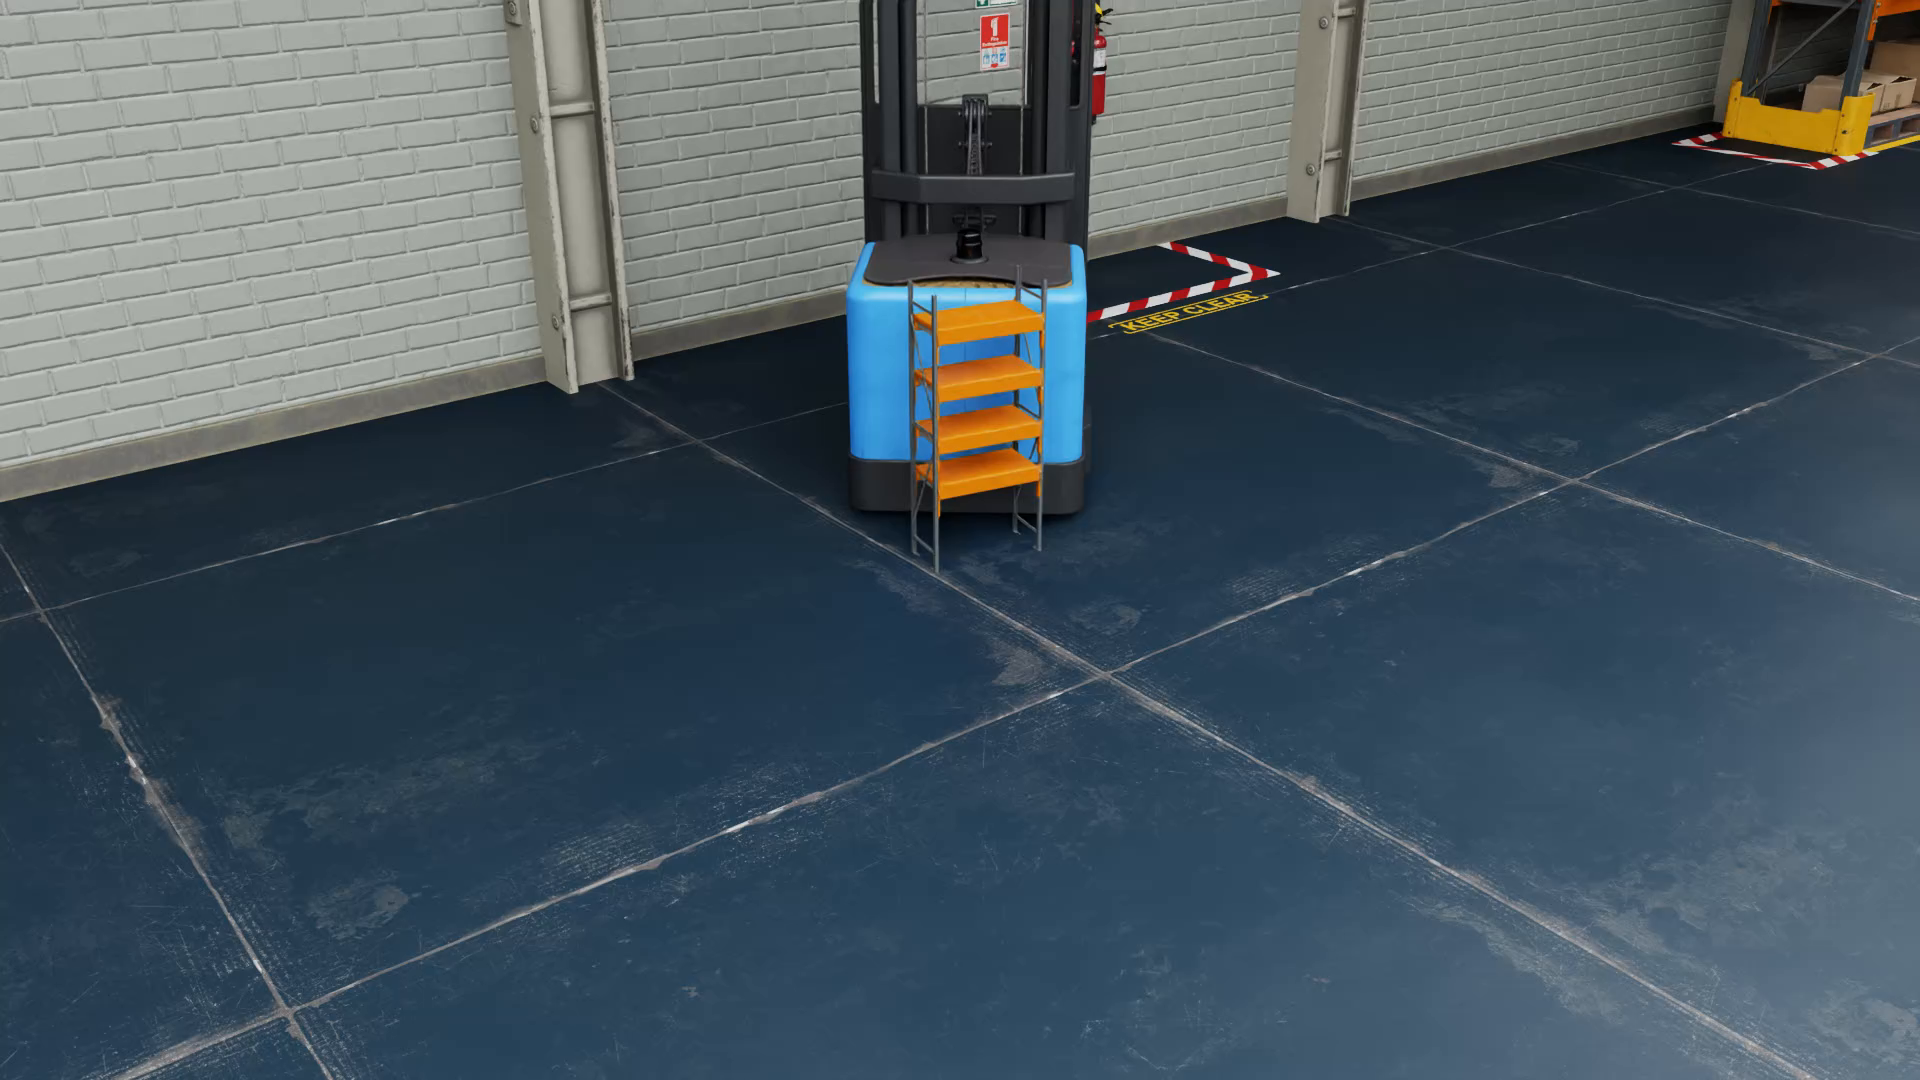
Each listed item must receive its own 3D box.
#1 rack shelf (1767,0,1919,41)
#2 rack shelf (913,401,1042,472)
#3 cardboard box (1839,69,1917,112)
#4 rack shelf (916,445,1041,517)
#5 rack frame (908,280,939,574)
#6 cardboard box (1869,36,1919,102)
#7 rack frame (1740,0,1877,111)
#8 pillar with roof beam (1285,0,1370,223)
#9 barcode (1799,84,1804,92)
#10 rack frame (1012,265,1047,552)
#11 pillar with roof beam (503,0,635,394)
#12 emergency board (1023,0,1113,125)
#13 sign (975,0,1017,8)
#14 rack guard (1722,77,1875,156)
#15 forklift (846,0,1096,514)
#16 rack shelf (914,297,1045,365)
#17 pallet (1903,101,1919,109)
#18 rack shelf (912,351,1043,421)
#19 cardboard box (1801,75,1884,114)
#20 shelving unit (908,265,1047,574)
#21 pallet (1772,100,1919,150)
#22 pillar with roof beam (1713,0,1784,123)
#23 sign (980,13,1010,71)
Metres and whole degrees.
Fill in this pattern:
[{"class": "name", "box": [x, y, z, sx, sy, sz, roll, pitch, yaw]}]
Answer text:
[{"class": "rack shelf", "box": [8.960, -5.090, 15.510, 4.000, 0.370, 1.077, -18, 31, -34]}, {"class": "rack shelf", "box": [0.070, -0.432, 6.916, 0.480, 0.148, 0.258, -12, 27, -24]}, {"class": "cardboard box", "box": [8.435, -4.175, 15.355, 0.500, 0.311, 0.500, -15, 29, -30]}, {"class": "rack shelf", "box": [0.070, -0.252, 6.999, 0.480, 0.148, 0.258, -12, 27, -24]}, {"class": "rack frame", "box": [-0.148, -0.447, 6.789, 0.015, 1.200, 0.240, -12, 27, -24]}, {"class": "cardboard box", "box": [9.043, -4.435, 15.690, 0.500, 0.500, 0.700, -21, 32, -37]}, {"class": "rack frame", "box": [7.386, -4.897, 14.239, 0.127, 3.000, 1.000, -18, 31, -34]}, {"class": "pillar with roof beam", "box": [5.338, -5.102, 7.554, 0.400, 9.000, 9.100, -18, 31, -34]}, {"class": "barcode", "box": [7.754, -4.168, 15.329, 0.075, 0.075, 0.001, -18, 31, -34]}, {"class": "rack frame", "box": [0.289, -0.539, 6.986, 0.015, 1.200, 0.240, -12, 27, -24]}, {"class": "pillar with roof beam", "box": [0.617, -3.544, 4.196, 0.400, 9.000, 9.100, -18, 31, -34]}, {"class": "emergency board", "box": [0.714, -3.178, 10.534, 0.643, 1.169, 0.194, -18, 31, -34]}, {"class": "sign", "box": [0.224, -3.323, 10.175, 0.331, 0.109, 0.001, -18, 31, -34]}, {"class": "rack guard", "box": [7.446, -3.783, 14.808, 0.348, 0.500, 1.175, -18, 31, -34]}, {"class": "forklift", "box": [0.091, -2.022, 8.125, 1.130, 2.935, 3.031, 1, 25, 2]}, {"class": "rack shelf", "box": [0.070, -0.850, 6.722, 0.480, 0.148, 0.258, -12, 27, -24]}, {"class": "pallet", "box": [9.067, -4.167, 15.977, 1.213, 0.211, 1.003, -18, 31, -34]}, {"class": "rack shelf", "box": [0.070, -0.635, 6.821, 0.480, 0.148, 0.258, -12, 27, -24]}, {"class": "cardboard box", "box": [7.986, -4.027, 15.035, 0.500, 0.311, 0.500, -23, 33, -40]}, {"class": "shelving unit", "box": [0.070, -0.493, 6.887, 0.503, 1.200, 0.258, -12, 27, -24]}, {"class": "pallet", "box": [8.107, -3.851, 15.298, 1.213, 0.211, 1.003, -18, 31, -34]}, {"class": "pillar with roof beam", "box": [10.060, -6.661, 10.912, 0.400, 9.000, 9.100, -18, 31, -34]}, {"class": "sign", "box": [0.215, -3.084, 10.291, 0.234, 0.329, 0.001, -18, 31, -34]}]
